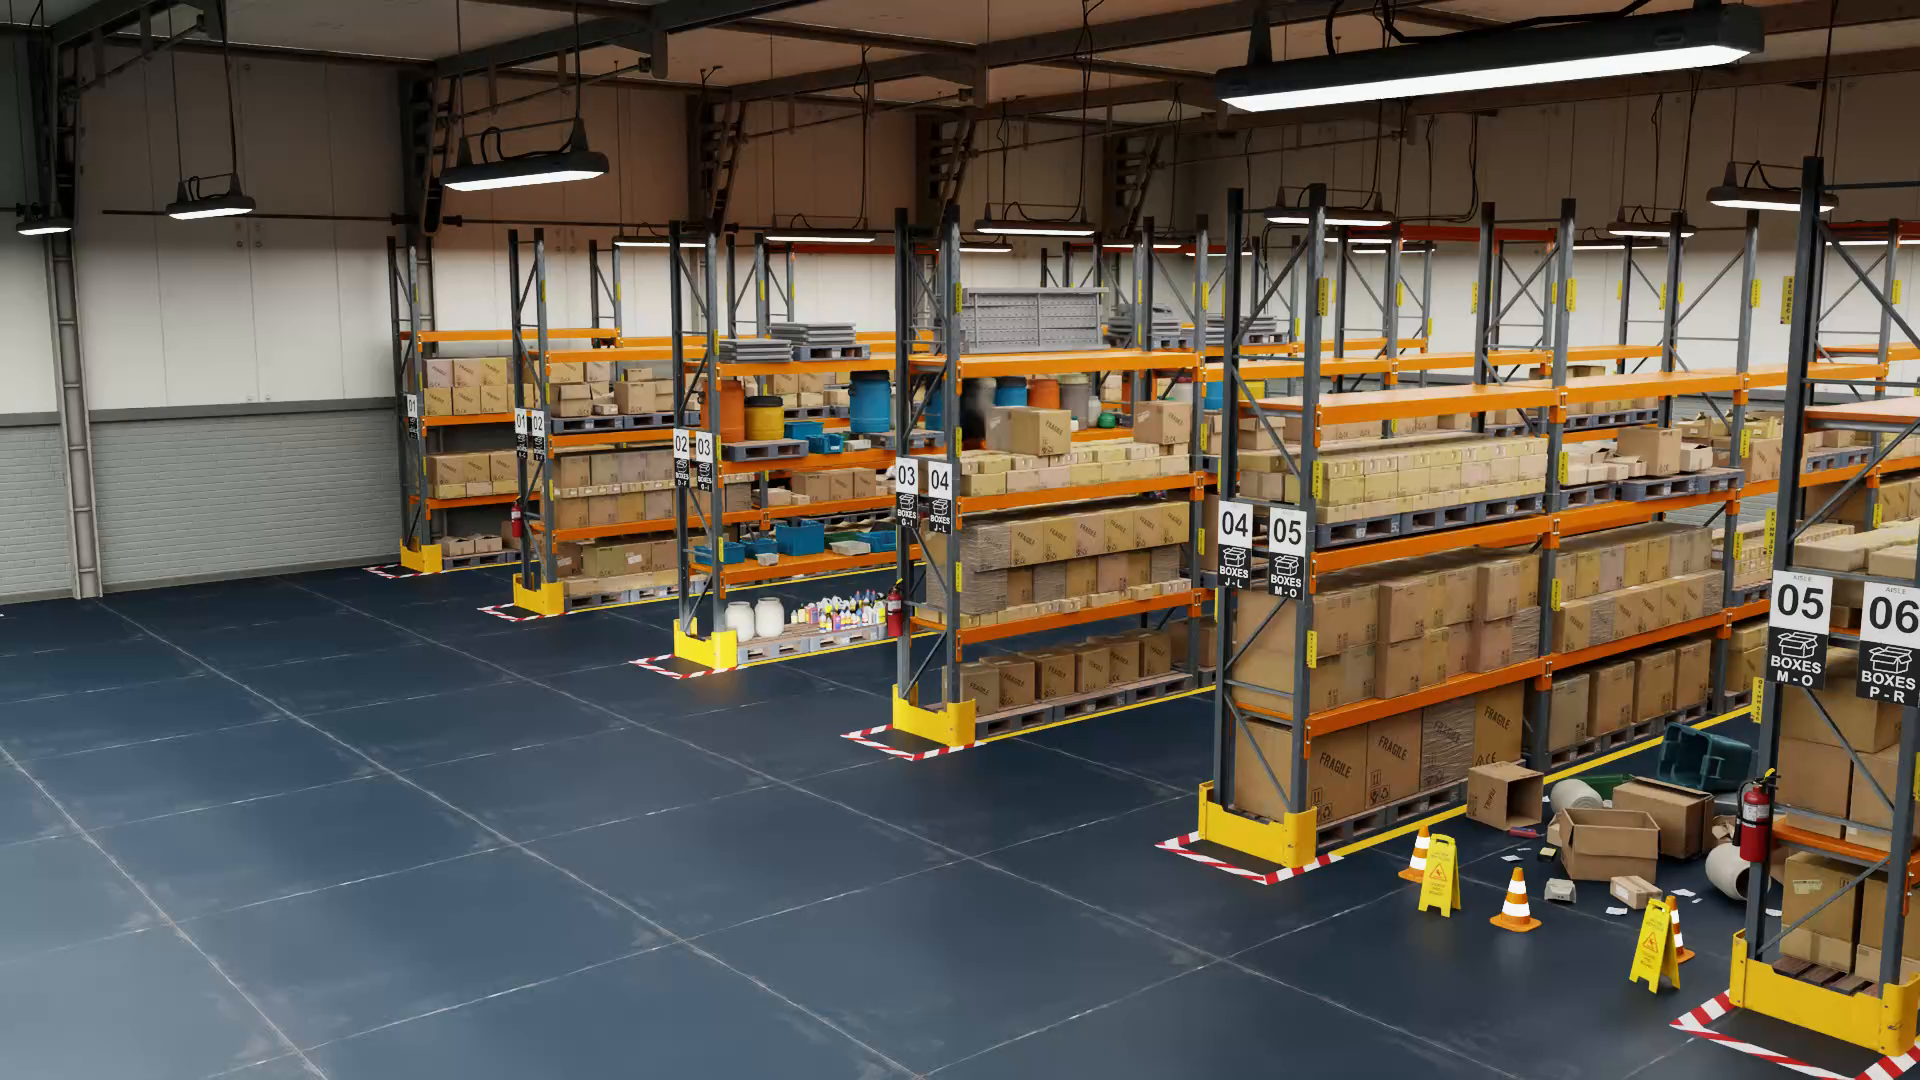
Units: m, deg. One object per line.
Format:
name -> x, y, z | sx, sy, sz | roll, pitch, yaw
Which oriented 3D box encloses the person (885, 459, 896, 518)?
person -> -1.248, -0.860, 33.222 | 0.700, 1.757, 1.068 | 9, 12, 44
